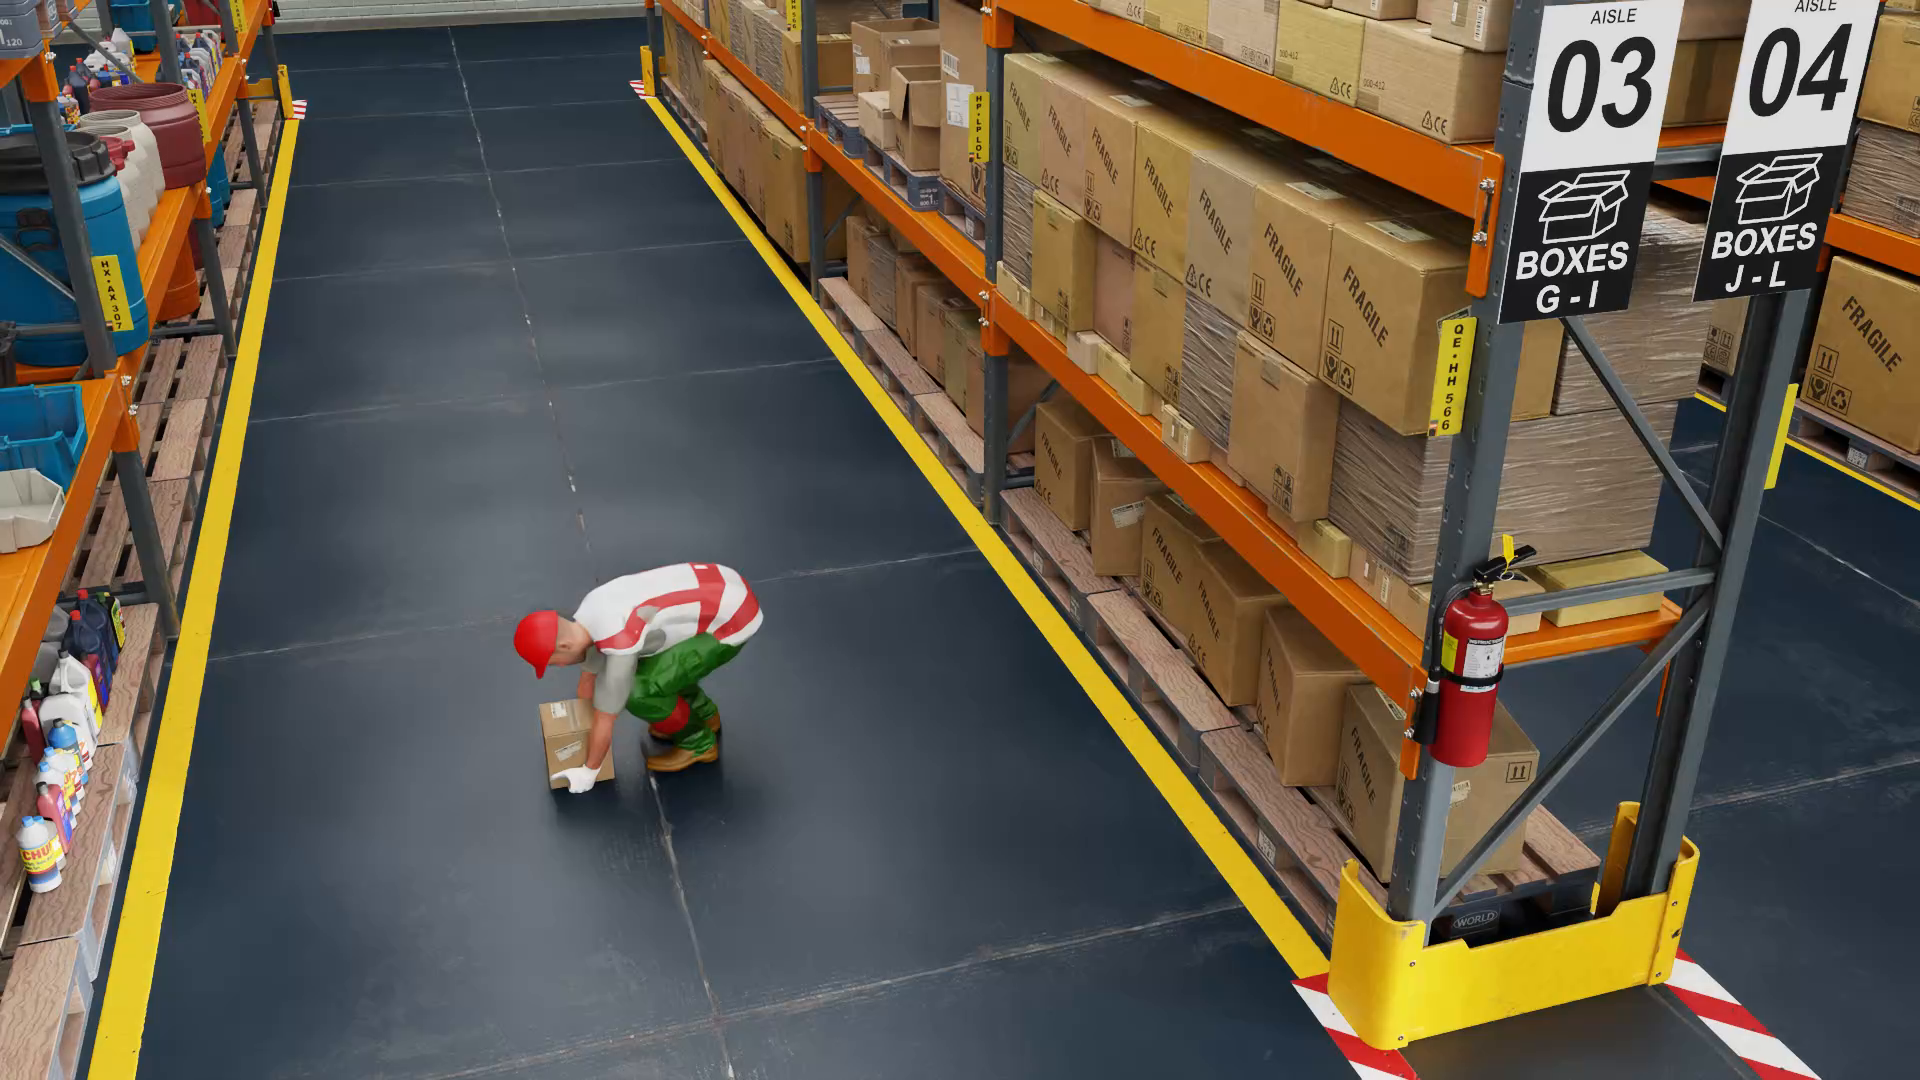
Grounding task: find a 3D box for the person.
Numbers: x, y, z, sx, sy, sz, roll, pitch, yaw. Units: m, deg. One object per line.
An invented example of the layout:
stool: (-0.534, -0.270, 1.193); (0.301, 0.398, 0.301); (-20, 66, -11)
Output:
person: (-1.264, 0.529, 6.651); (0.966, 0.832, 0.520); (-9, 27, -18)
